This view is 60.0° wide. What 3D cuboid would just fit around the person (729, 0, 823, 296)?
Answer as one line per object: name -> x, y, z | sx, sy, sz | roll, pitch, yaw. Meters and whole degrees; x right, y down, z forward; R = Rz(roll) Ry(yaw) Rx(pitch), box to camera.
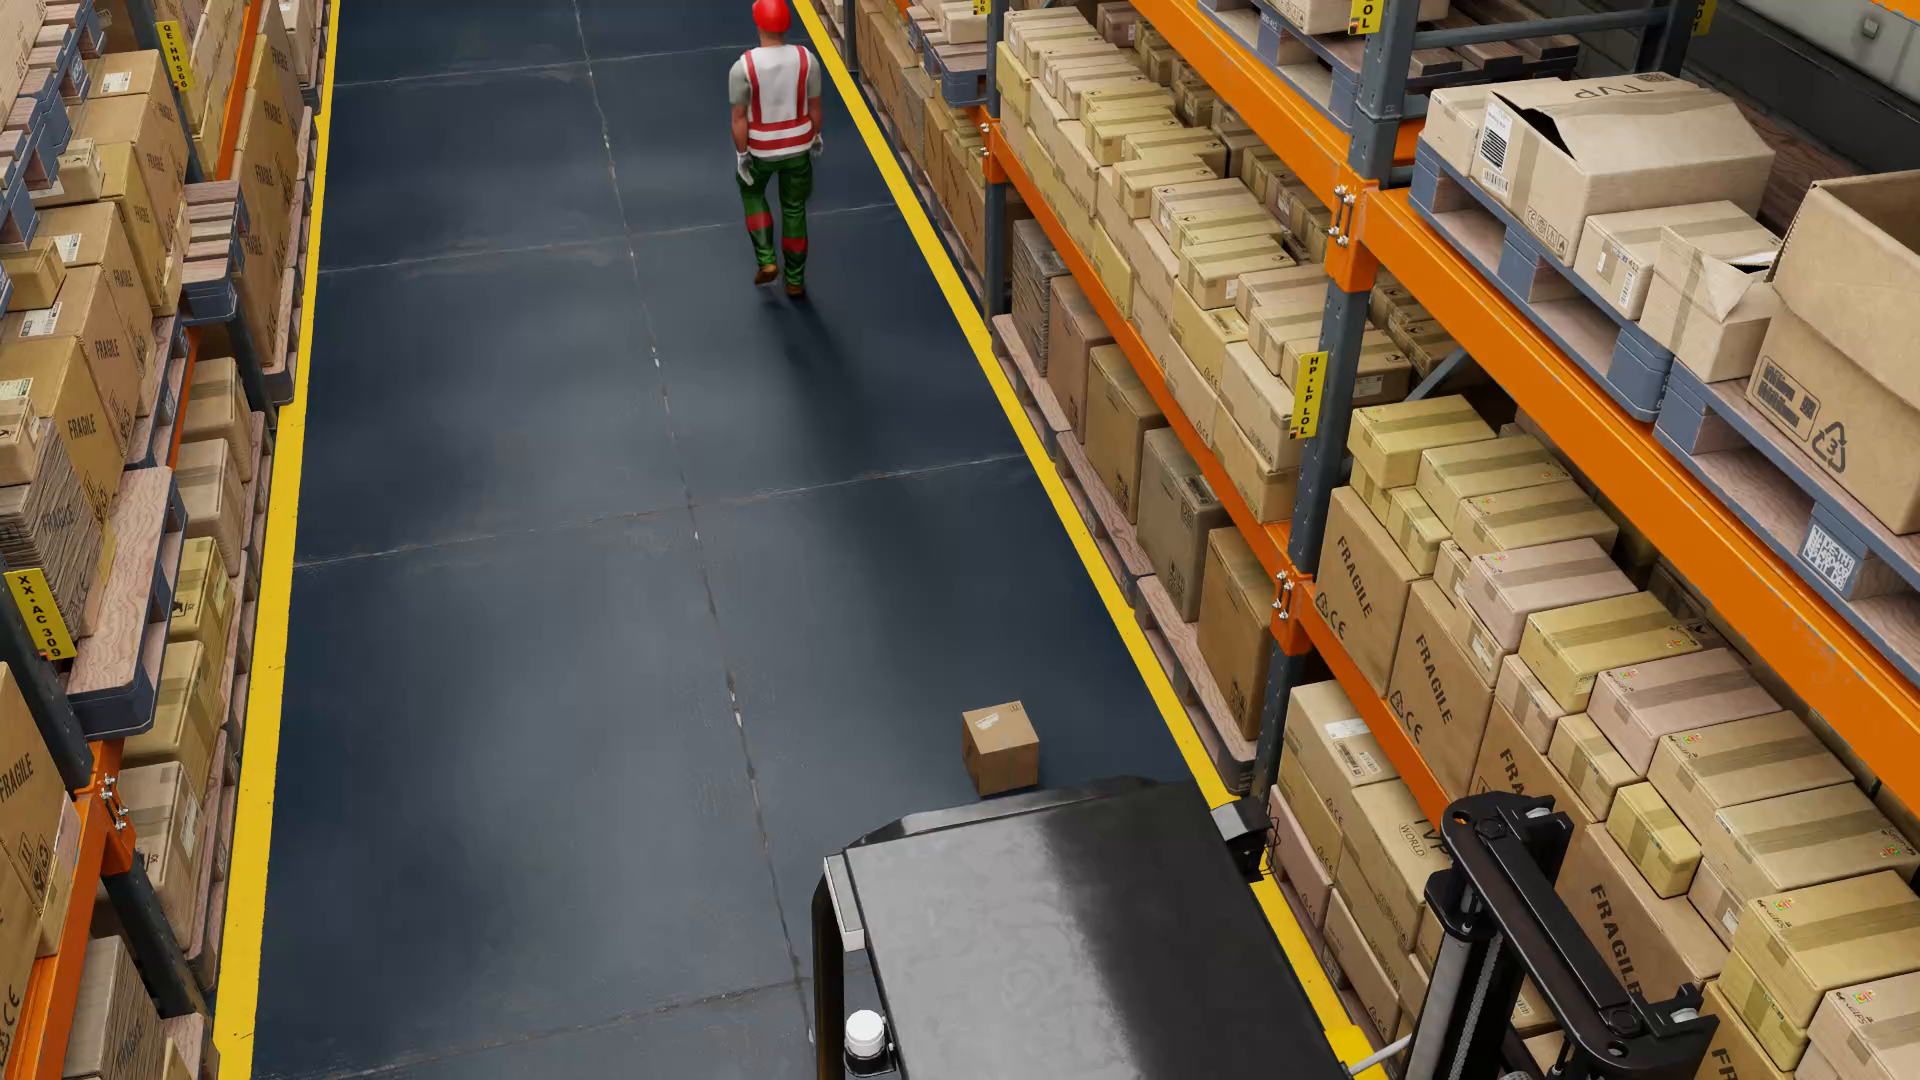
person -> -1.053, -2.280, 9.600 | 0.547, 1.803, 0.452 | -9, 39, -12
